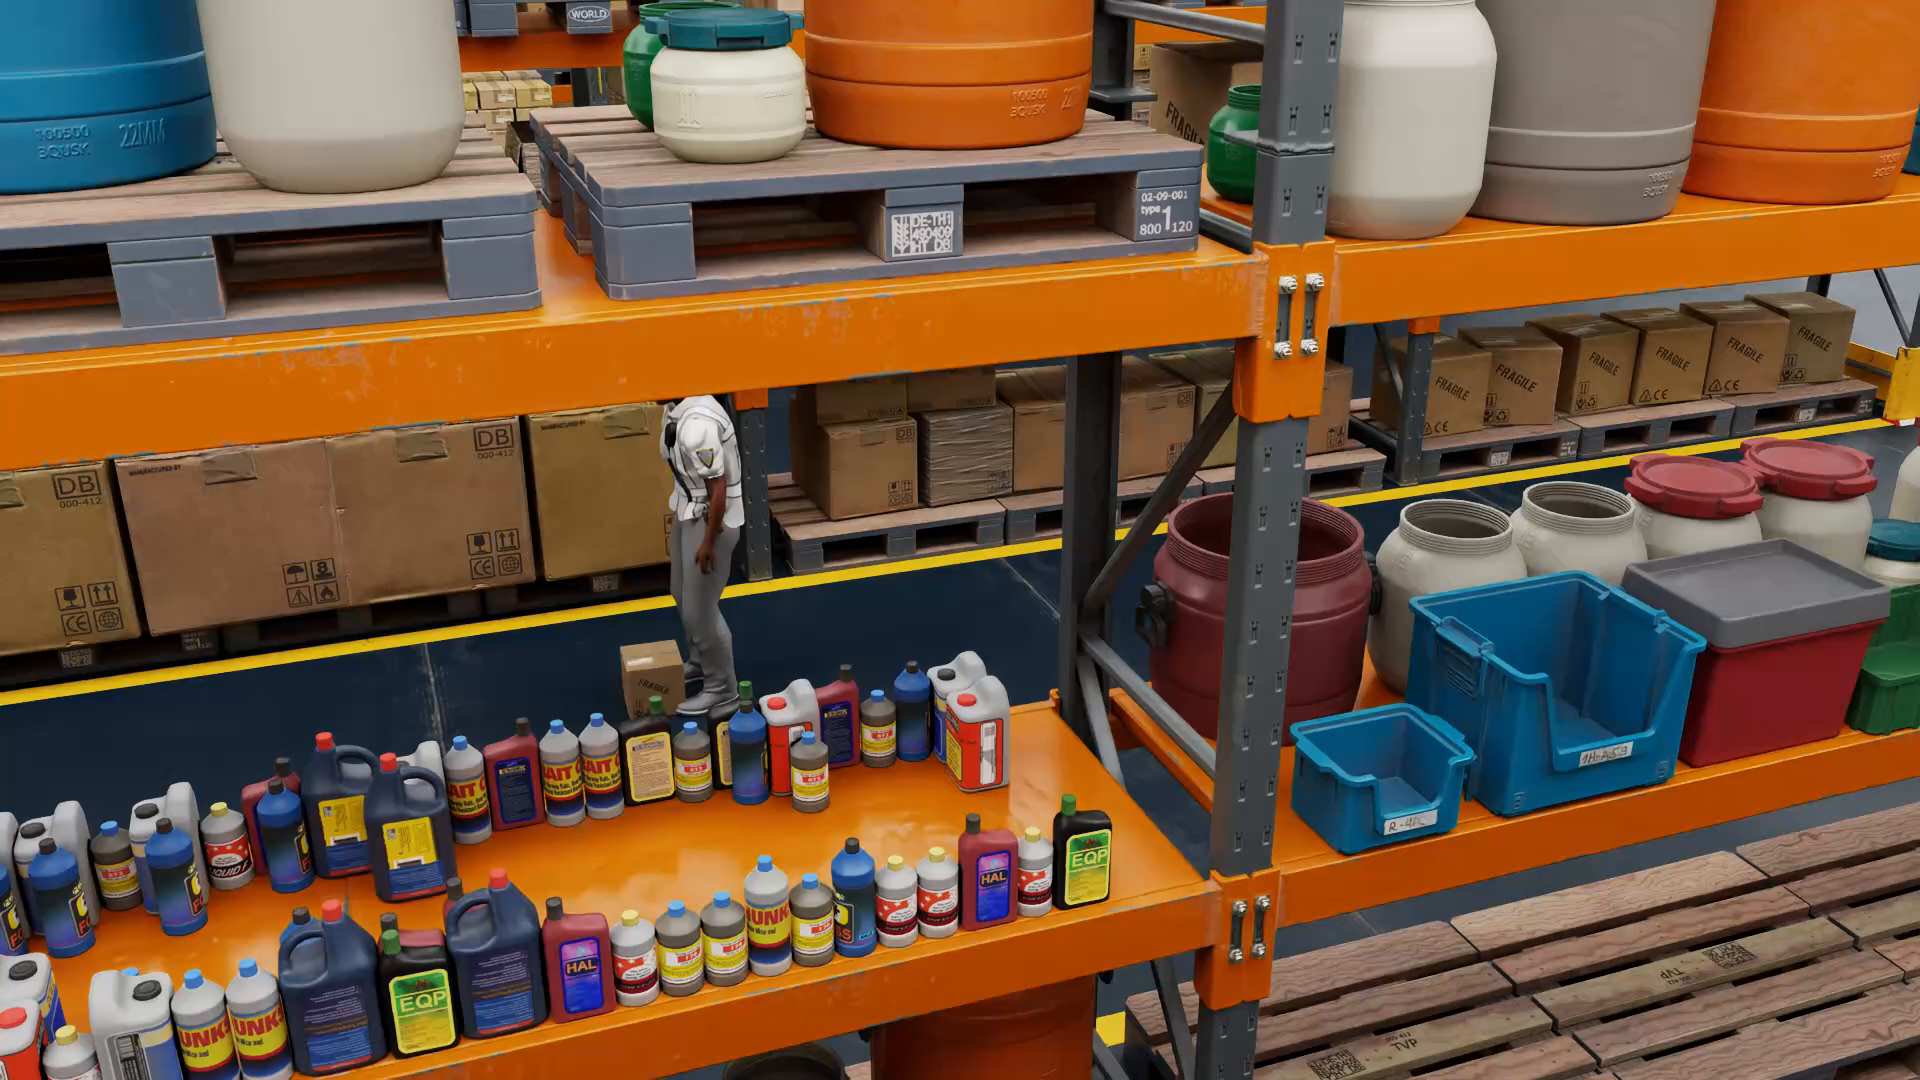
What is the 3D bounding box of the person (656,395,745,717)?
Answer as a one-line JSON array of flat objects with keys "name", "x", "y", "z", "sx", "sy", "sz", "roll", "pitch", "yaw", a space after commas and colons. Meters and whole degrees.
[{"name": "person", "x": -1.151, "y": -0.061, "z": 7.243, "sx": 0.394, "sy": 1.656, "sz": 0.513, "roll": -9, "pitch": 24, "yaw": -21}]
